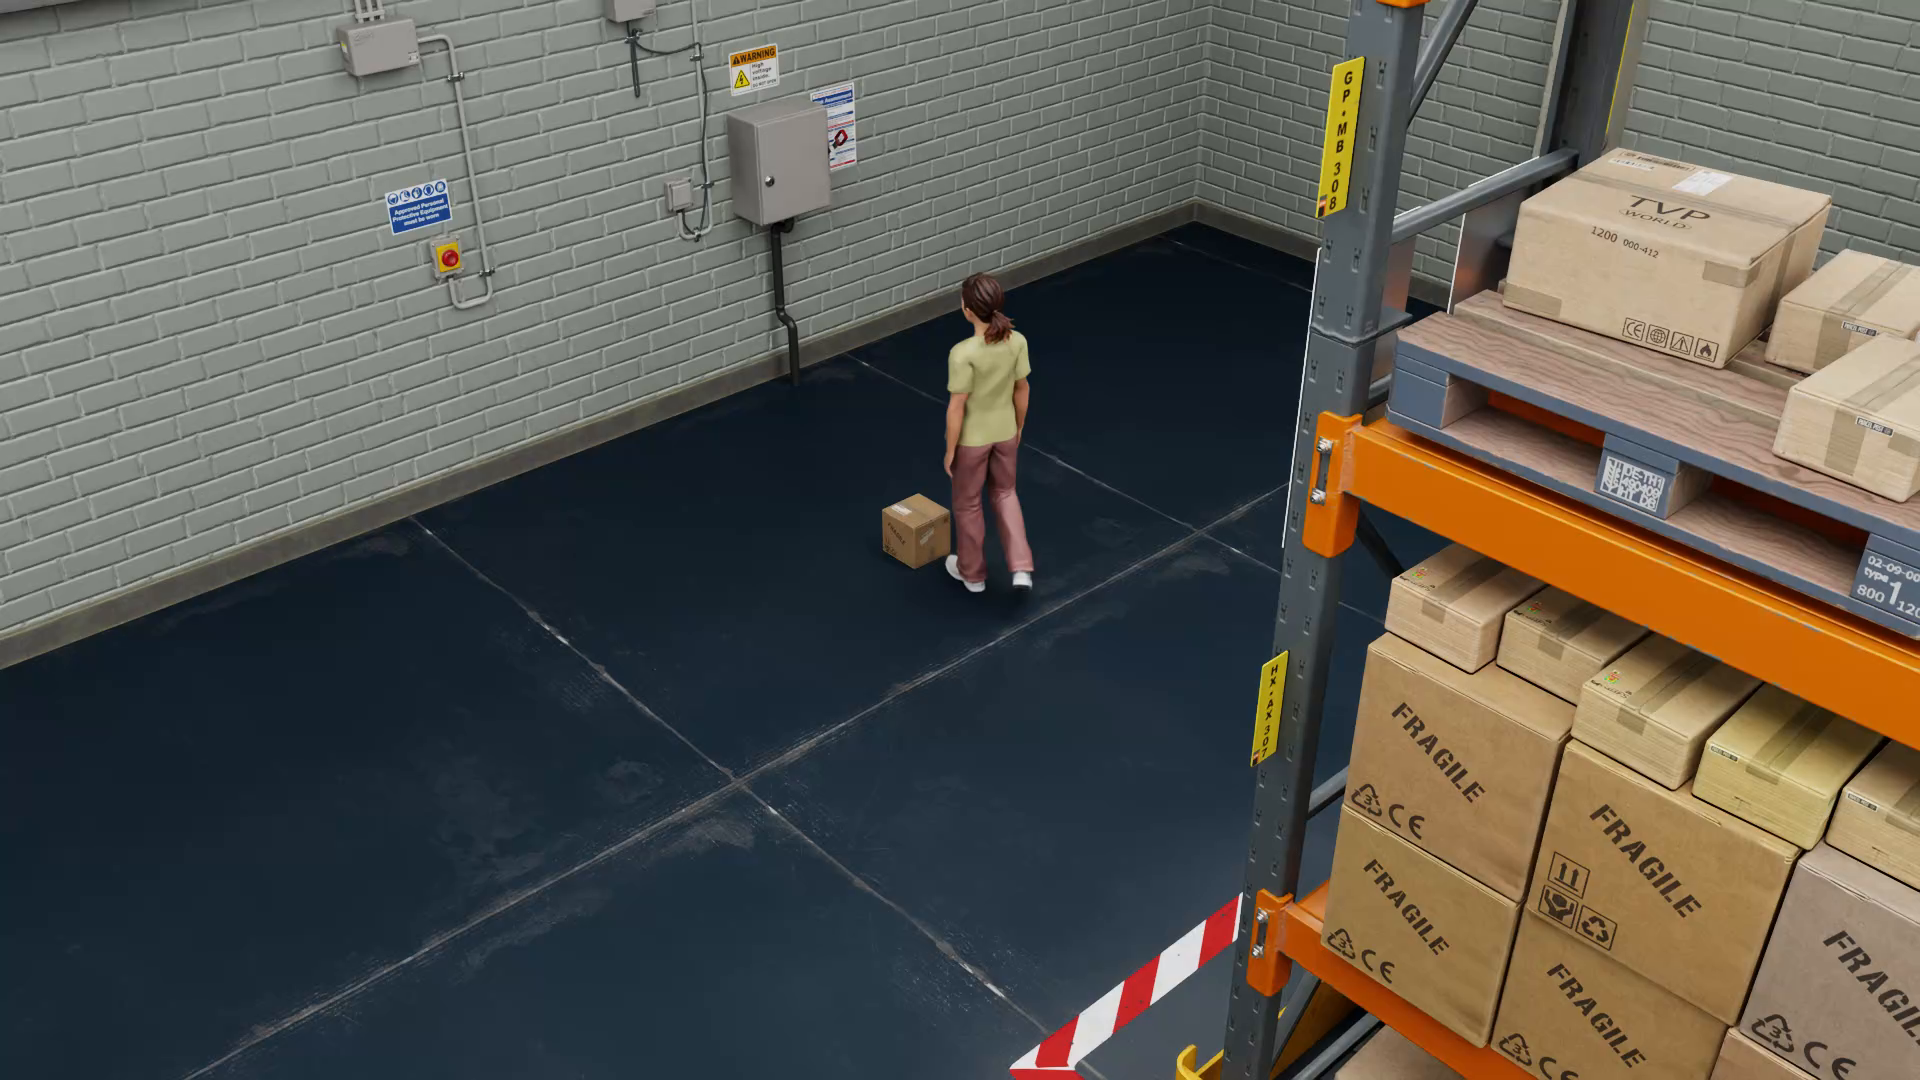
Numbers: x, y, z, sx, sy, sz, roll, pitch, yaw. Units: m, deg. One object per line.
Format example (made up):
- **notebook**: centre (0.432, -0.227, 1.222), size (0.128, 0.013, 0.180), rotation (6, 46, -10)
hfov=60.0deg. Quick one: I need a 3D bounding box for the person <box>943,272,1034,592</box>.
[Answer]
- **person**: centre (0.121, -0.462, 7.856), size (0.455, 1.672, 0.584), rotation (-17, 36, -25)
